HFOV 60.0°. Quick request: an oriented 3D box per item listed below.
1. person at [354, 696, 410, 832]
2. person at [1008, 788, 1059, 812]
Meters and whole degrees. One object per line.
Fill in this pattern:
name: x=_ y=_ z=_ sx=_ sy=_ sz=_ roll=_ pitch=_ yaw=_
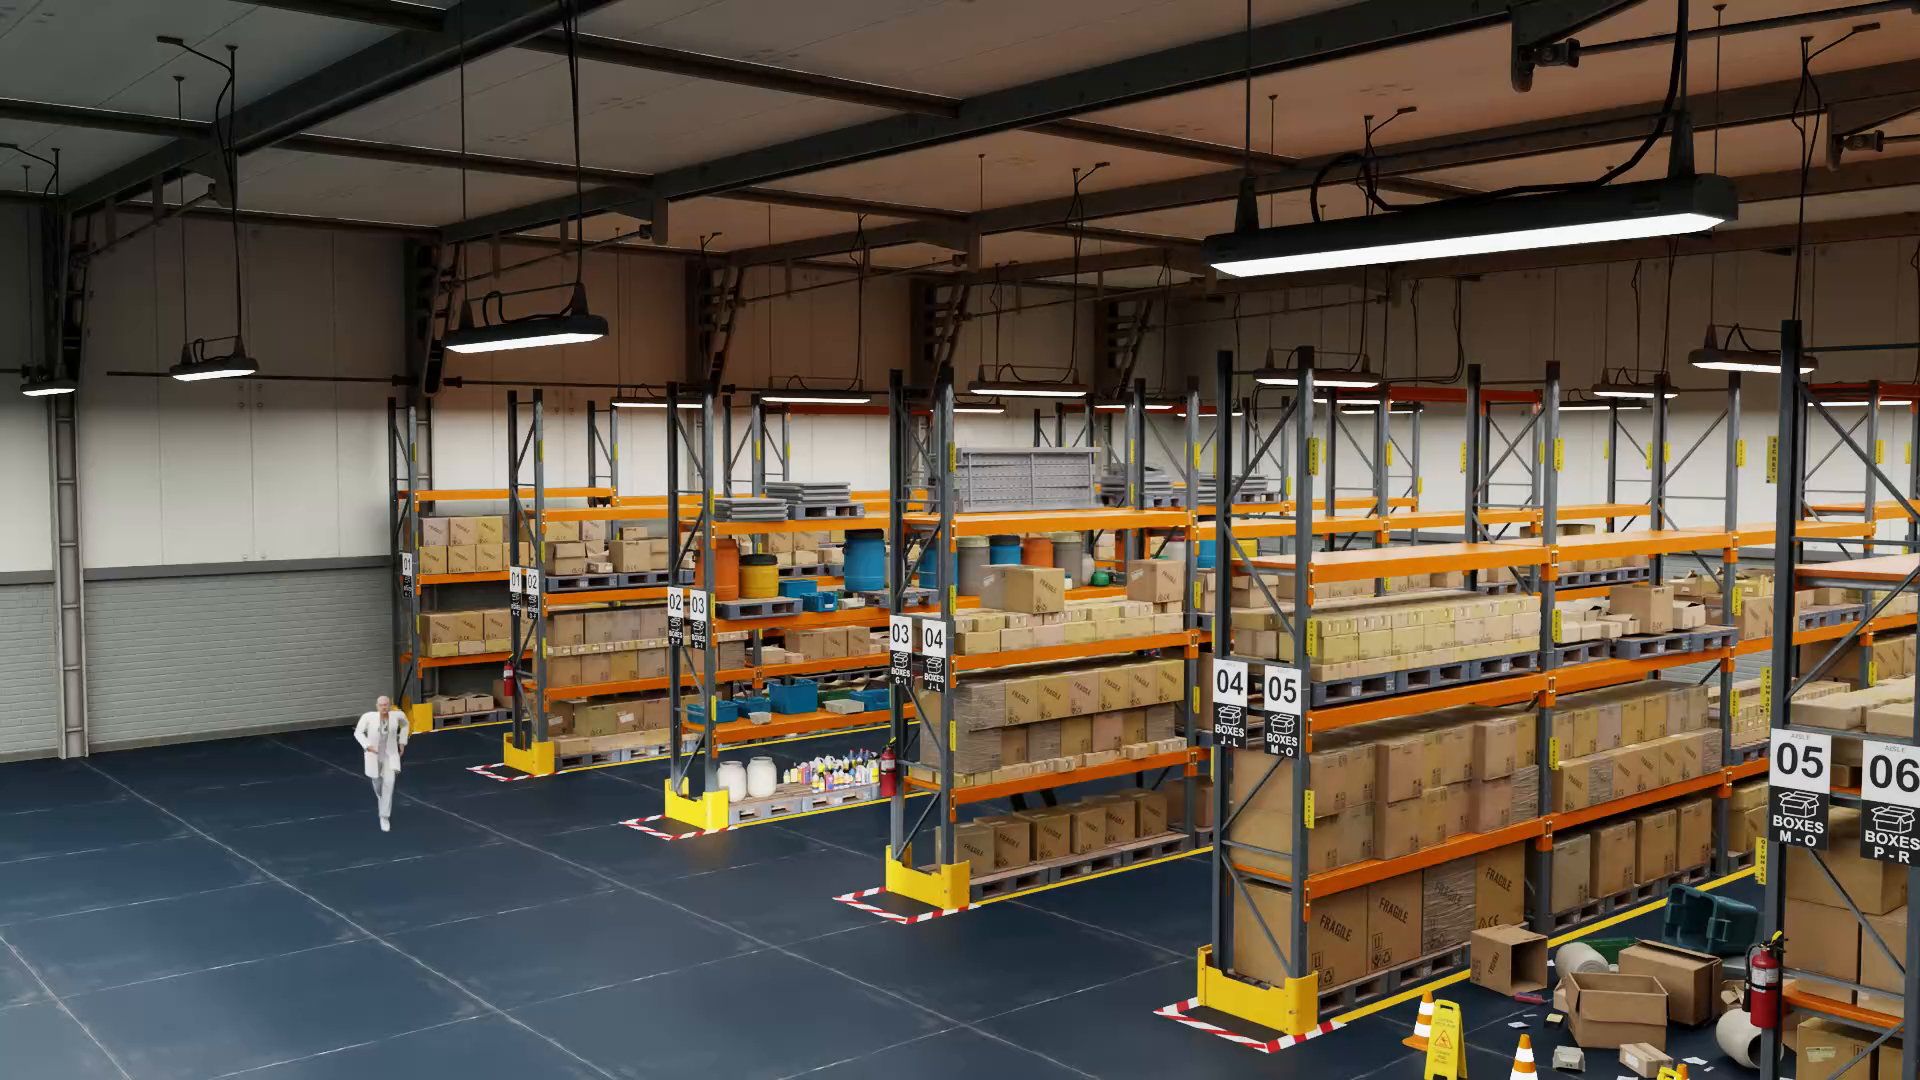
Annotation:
person: x=-7.848 y=2.964 z=22.606 sx=0.712 sy=1.758 sz=1.181 roll=-1 pitch=4 yaw=-18
person: x=0.981 y=2.999 z=22.230 sx=0.693 sy=1.770 sz=1.012 roll=3 pitch=5 yaw=45
